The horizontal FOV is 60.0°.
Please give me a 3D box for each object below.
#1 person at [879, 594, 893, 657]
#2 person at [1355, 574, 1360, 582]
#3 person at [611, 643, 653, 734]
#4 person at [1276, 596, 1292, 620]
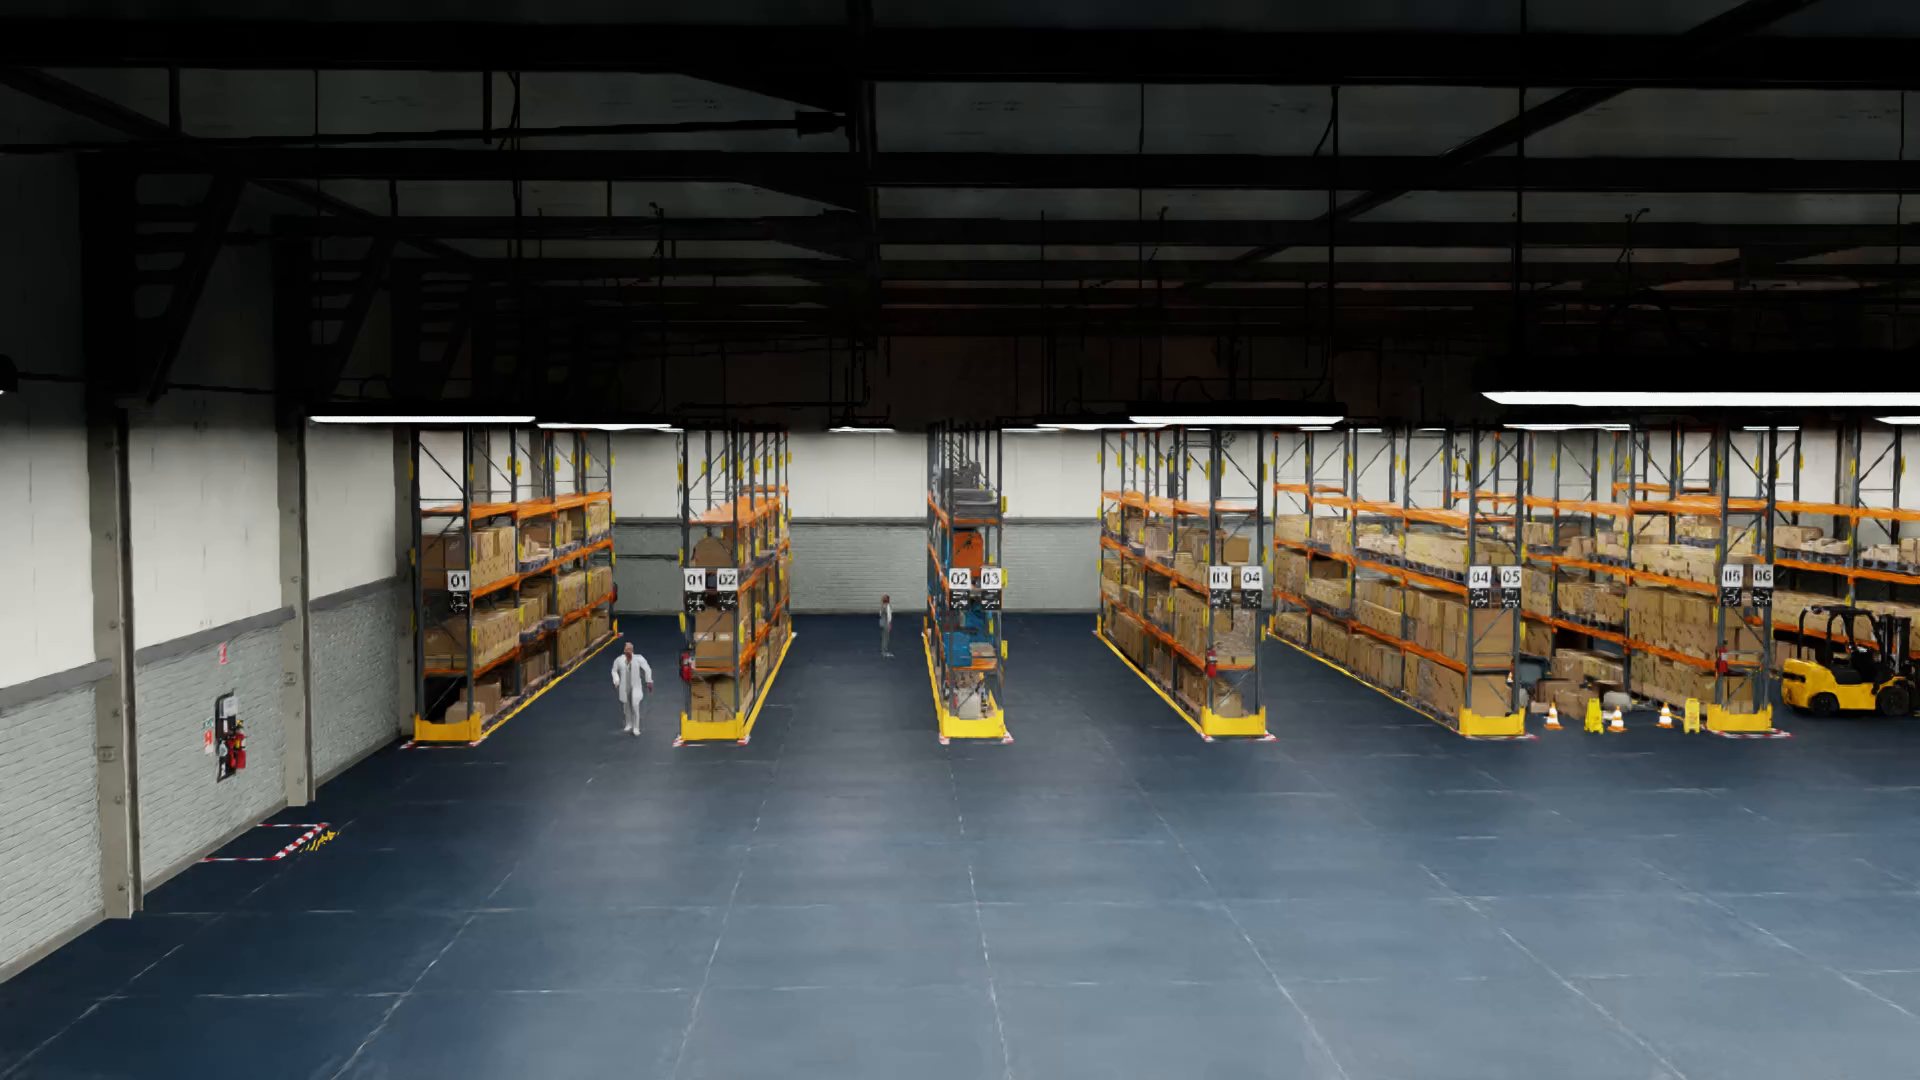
[{"bbox_3d":[-1.879,2.186,42.569,0.401,1.599,0.460,-2,4,-33],"label":"person"},{"bbox_3d":[11.094,1.844,46.506,0.464,1.772,0.645,-2,4,-30],"label":"person"},{"bbox_3d":[-6.293,2.817,31.822,0.750,1.737,0.748,0,4,2],"label":"person"},{"bbox_3d":[9.695,1.666,49.518,0.587,1.753,0.770,3,5,36],"label":"person"}]
